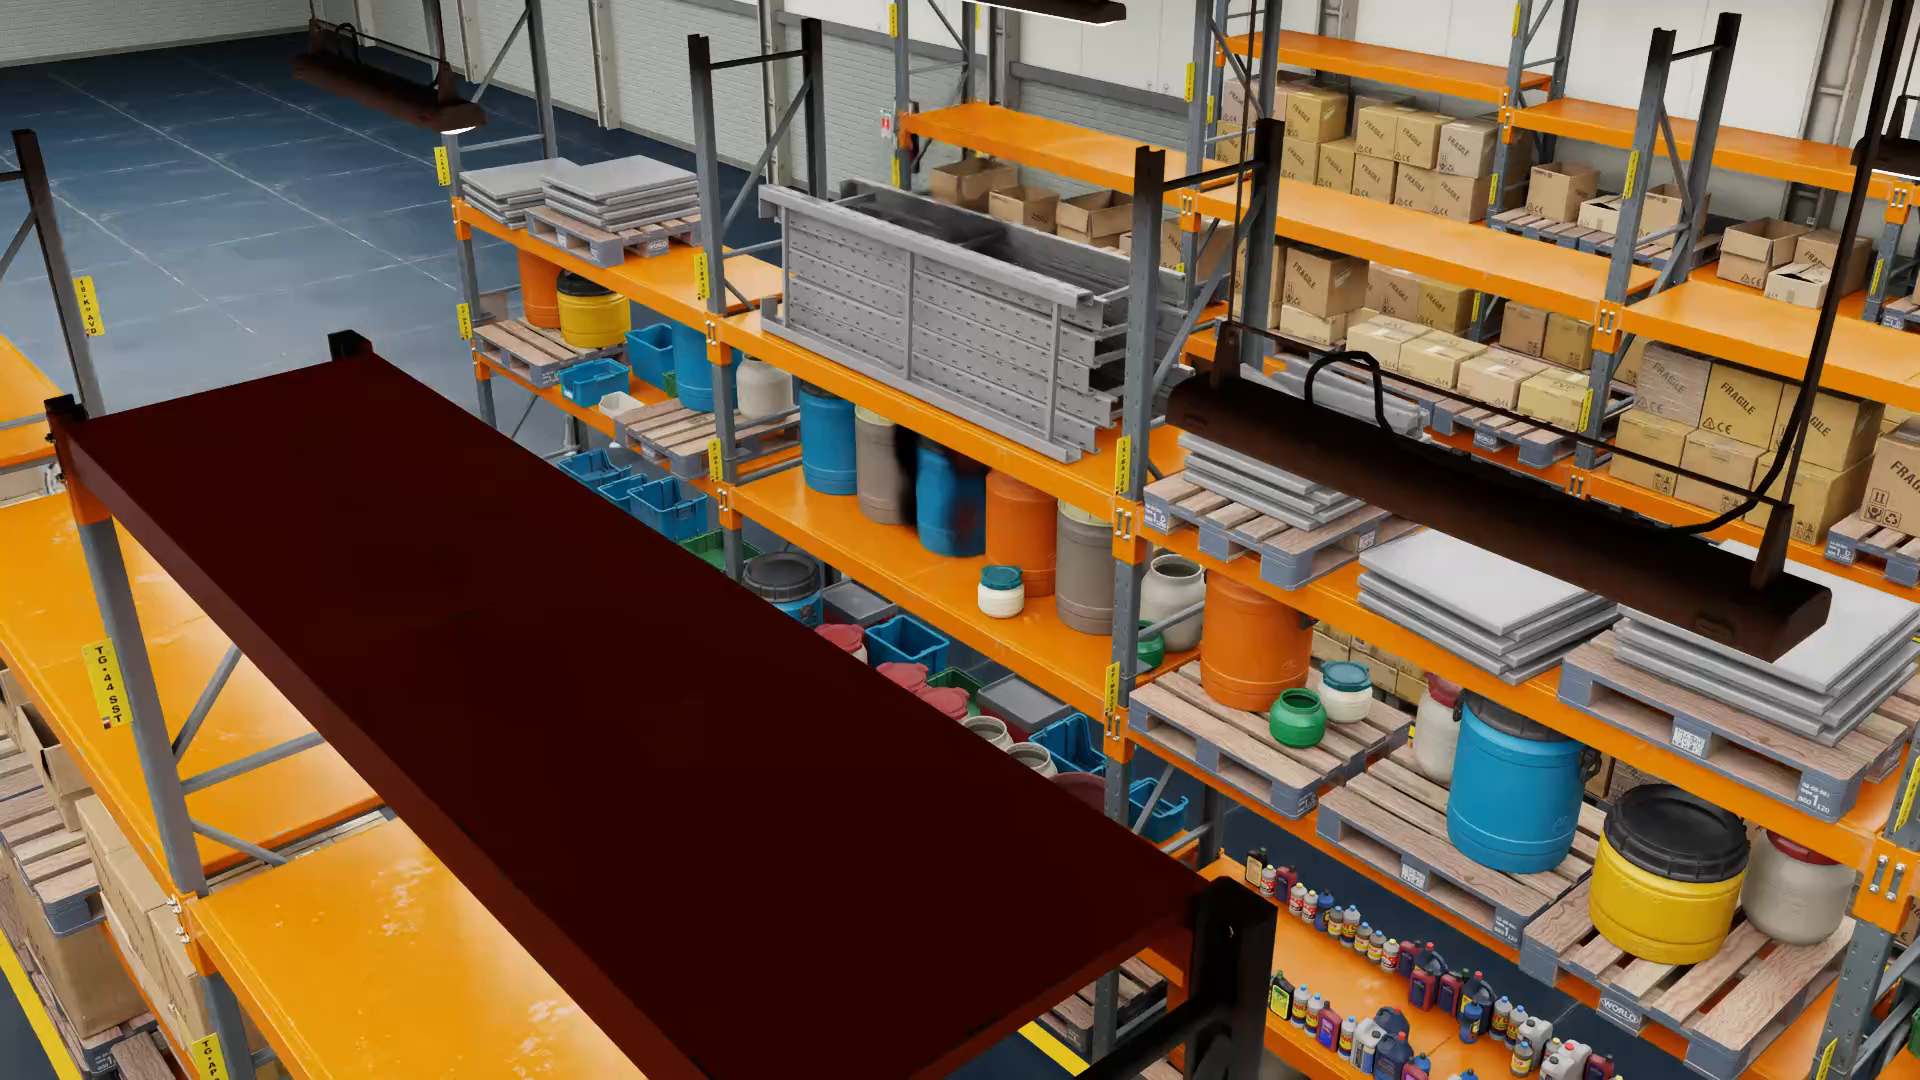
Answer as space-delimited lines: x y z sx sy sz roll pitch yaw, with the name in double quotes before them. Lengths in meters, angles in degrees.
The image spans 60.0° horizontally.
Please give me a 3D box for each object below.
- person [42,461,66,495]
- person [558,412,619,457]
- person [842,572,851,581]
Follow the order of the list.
"person" -8.776 -0.386 16.471 1.021 1.627 0.619 -4 27 -8
"person" -4.294 -1.754 19.175 0.894 1.693 0.552 -5 27 -10
"person" -0.724 0.501 14.767 0.597 1.676 0.853 -21 34 -35
